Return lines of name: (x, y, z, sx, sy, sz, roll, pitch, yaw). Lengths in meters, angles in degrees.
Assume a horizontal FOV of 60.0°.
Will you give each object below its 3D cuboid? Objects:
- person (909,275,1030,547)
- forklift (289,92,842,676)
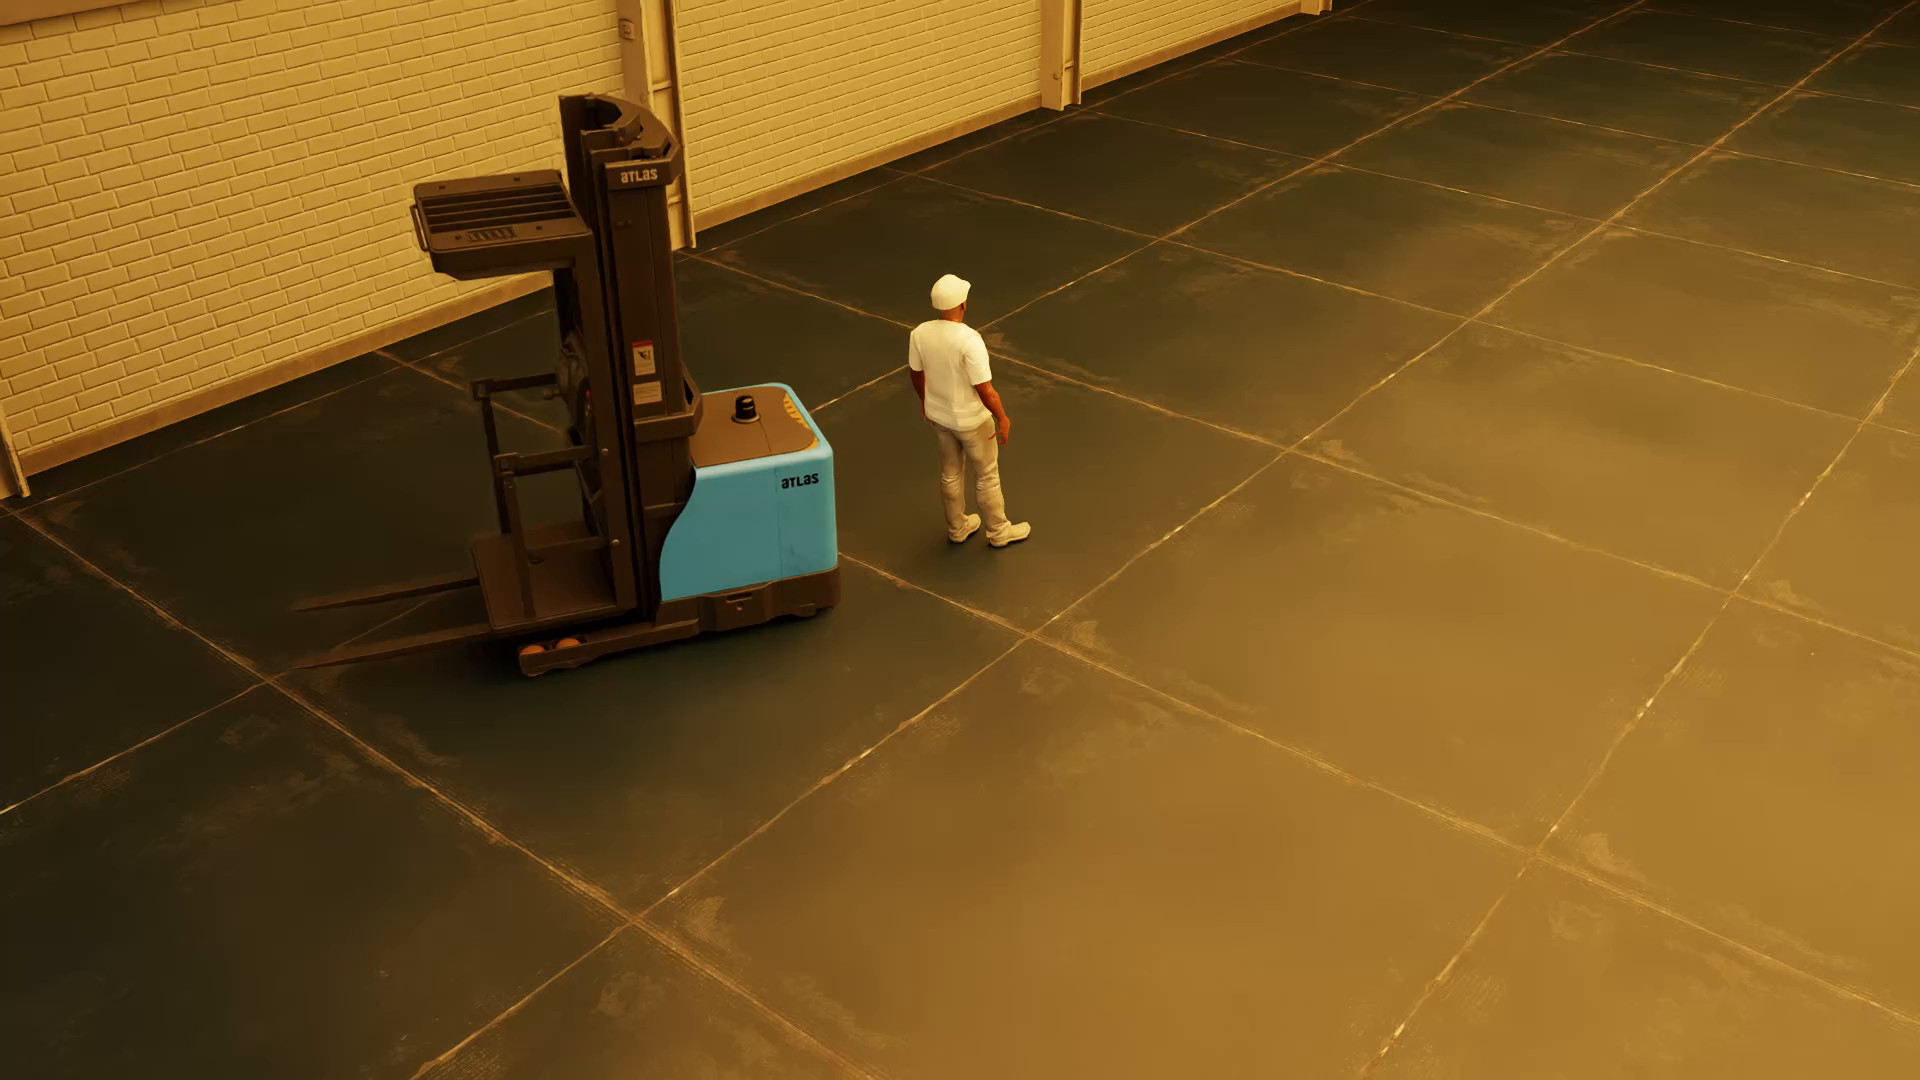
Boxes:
person: (0.048, -0.794, 10.094, 0.666, 1.765, 0.577, 22, 37, 33)
forklift: (-2.268, -0.813, 8.987, 3.031, 2.935, 1.130, -11, 32, -18)
